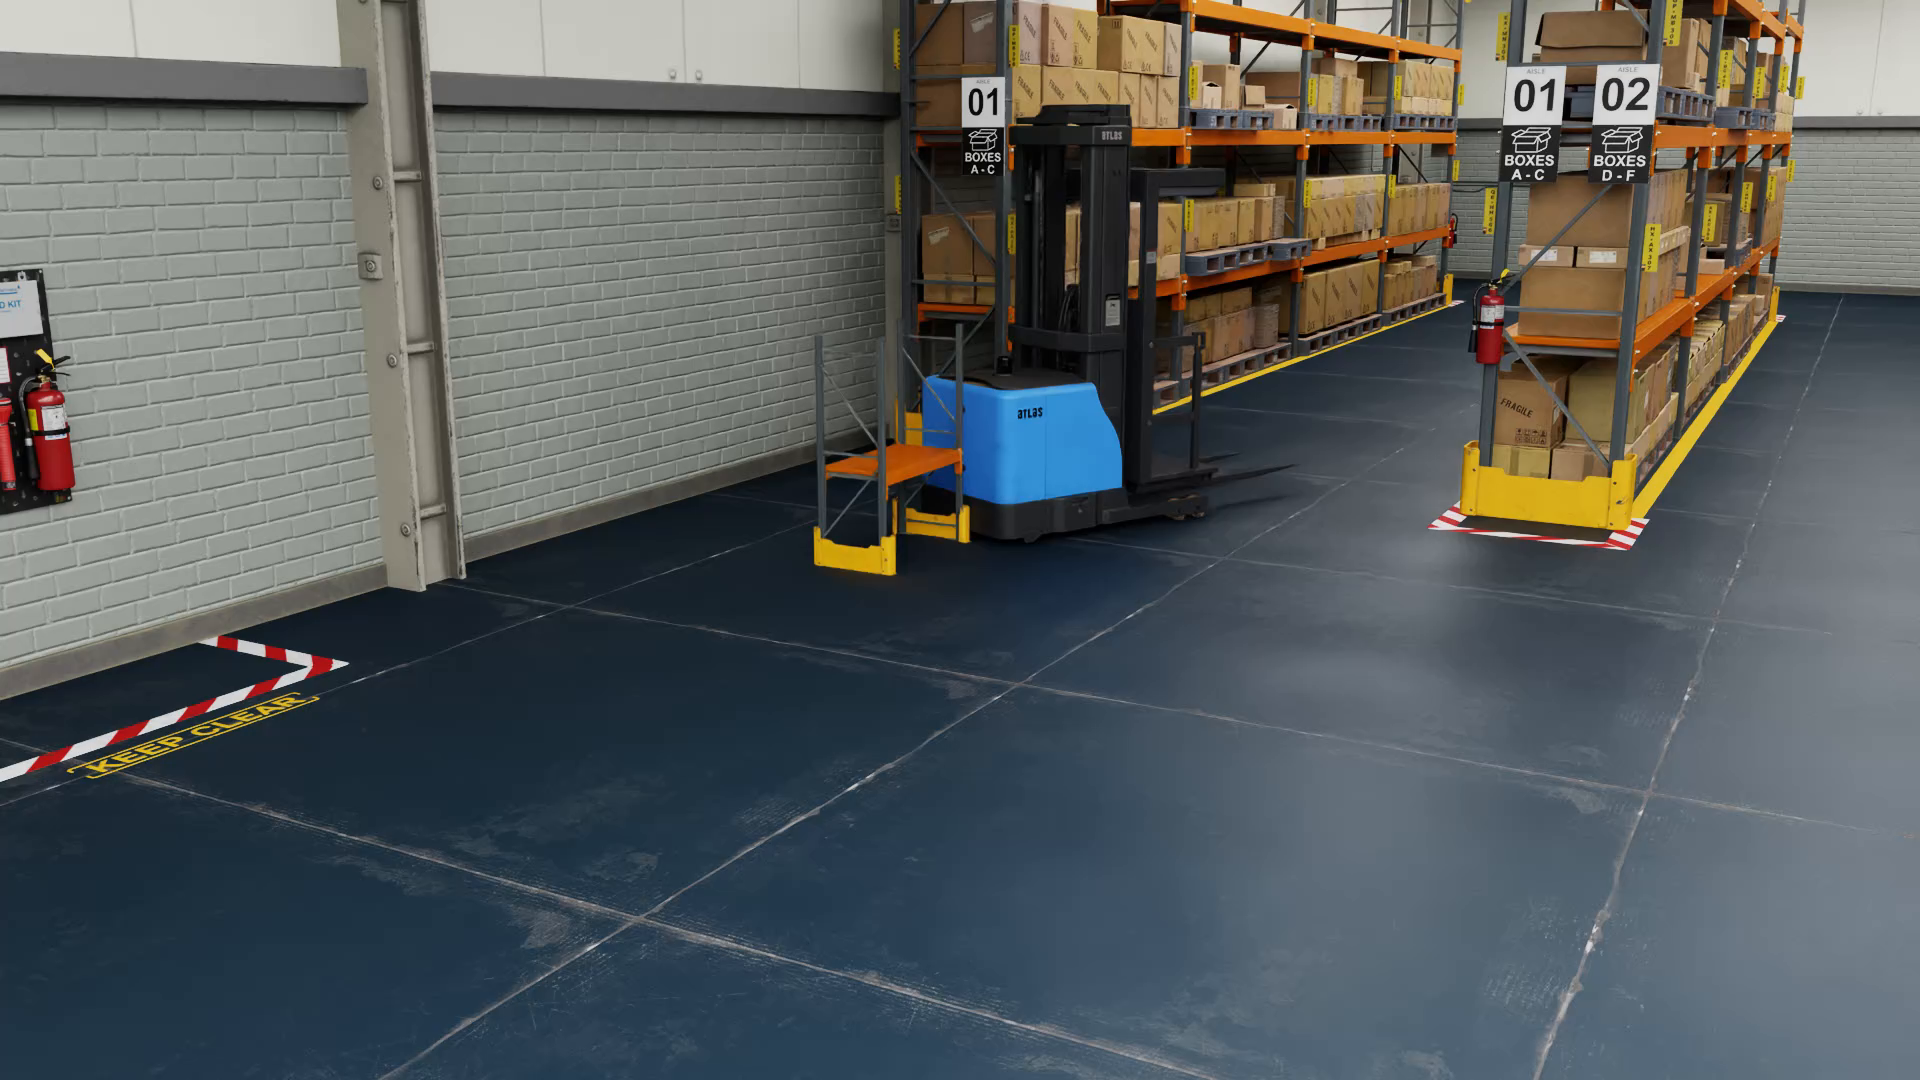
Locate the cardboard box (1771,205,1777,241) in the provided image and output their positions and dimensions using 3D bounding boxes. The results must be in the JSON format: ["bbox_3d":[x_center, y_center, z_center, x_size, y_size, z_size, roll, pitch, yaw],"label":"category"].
[{"bbox_3d":[11.319,-4.524,23.684,0.500,0.500,0.500,7,15,27],"label":"cardboard box"}]

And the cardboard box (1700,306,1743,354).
[{"bbox_3d":[9.133,-2.538,20.058,0.500,0.500,0.500,7,15,27],"label":"cardboard box"}]

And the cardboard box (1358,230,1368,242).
[{"bbox_3d":[5.505,-4.272,23.348,0.380,0.149,0.250,7,15,28],"label":"cardboard box"}]

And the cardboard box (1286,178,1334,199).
[{"bbox_3d":[4.534,-4.571,21.601,0.500,0.250,0.500,7,15,27],"label":"cardboard box"}]

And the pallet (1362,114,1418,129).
[{"bbox_3d":[6.168,-6.231,24.770,1.003,0.211,1.213,7,15,28],"label":"pallet"}]

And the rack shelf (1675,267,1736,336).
[{"bbox_3d":[7.201,-2.508,17.073,1.077,0.370,4.000,7,15,28],"label":"rack shelf"}]

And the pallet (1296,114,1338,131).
[{"bbox_3d":[4.094,-5.333,21.259,1.213,0.211,1.003,8,16,31],"label":"pallet"}]

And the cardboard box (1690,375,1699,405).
[{"bbox_3d":[6.894,-1.475,16.221,0.500,0.250,0.500,8,16,29],"label":"cardboard box"}]

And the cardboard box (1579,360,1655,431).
[{"bbox_3d":[5.225,-1.151,13.277,0.500,0.500,0.500,7,15,28],"label":"cardboard box"}]

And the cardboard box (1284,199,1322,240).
[{"bbox_3d":[4.288,-4.102,21.259,0.500,0.500,0.500,8,16,30],"label":"cardboard box"}]

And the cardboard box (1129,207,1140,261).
[{"bbox_3d":[1.449,-2.972,16.140,0.500,0.500,0.500,7,15,26],"label":"cardboard box"}]

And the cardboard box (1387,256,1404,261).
[{"bbox_3d":[6.966,-4.513,26.905,0.380,0.149,0.250,8,15,29],"label":"cardboard box"}]

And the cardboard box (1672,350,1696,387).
[{"bbox_3d":[6.652,-1.644,15.728,0.500,0.311,0.500,7,15,28],"label":"cardboard box"}]

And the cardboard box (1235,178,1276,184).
[{"bbox_3d":[3.822,-4.519,21.386,0.500,0.250,0.500,8,16,30],"label":"cardboard box"}]

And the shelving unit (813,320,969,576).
[{"bbox_3d":[-0.444,-0.643,11.002,0.587,1.500,1.083,7,15,28],"label":"shelving unit"}]

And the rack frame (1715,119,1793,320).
[{"bbox_3d":[12.035,-4.910,25.499,1.000,3.000,0.127,7,15,28],"label":"rack frame"}]

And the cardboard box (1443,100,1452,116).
[{"bbox_3d":[7.575,-6.928,26.680,0.500,0.250,0.500,8,16,30],"label":"cardboard box"}]

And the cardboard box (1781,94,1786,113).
[{"bbox_3d":[11.046,-5.993,22.845,0.500,0.250,0.500,7,15,28],"label":"cardboard box"}]

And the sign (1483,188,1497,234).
[{"bbox_3d":[3.832,-2.369,11.986,0.100,0.325,0.005,7,15,28],"label":"sign"}]

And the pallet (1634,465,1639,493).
[{"bbox_3d":[4.633,-0.433,12.880,1.003,0.211,1.213,7,15,28],"label":"pallet"}]

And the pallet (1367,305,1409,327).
[{"bbox_3d":[6.199,-3.441,25.356,1.003,0.211,1.213,7,15,28],"label":"pallet"}]

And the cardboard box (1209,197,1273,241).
[{"bbox_3d":[3.365,-3.876,20.059,0.700,0.500,0.500,6,15,23],"label":"cardboard box"}]

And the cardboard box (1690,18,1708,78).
[{"bbox_3d":[6.567,-4.524,15.322,0.500,0.500,0.500,8,15,29],"label":"cardboard box"}]

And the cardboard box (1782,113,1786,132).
[{"bbox_3d":[11.280,-5.854,23.334,0.500,0.250,0.500,7,15,28],"label":"cardboard box"}]

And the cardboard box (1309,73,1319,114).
[{"bbox_3d":[4.224,-5.770,21.516,0.700,0.500,0.500,6,15,25],"label":"cardboard box"}]

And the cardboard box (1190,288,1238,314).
[{"bbox_3d":[2.952,-2.823,19.636,0.500,0.250,0.500,7,15,28],"label":"cardboard box"}]

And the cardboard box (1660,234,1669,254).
[{"bbox_3d":[5.549,-2.416,13.559,0.380,0.149,0.250,8,16,30],"label":"cardboard box"}]

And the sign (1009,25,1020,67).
[{"bbox_3d":[0.437,-4.009,13.498,0.100,0.325,0.005,7,15,28],"label":"sign"}]

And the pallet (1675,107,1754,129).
[{"bbox_3d":[7.380,-4.256,16.788,1.003,0.211,1.213,8,16,31],"label":"pallet"}]

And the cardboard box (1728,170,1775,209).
[{"bbox_3d":[10.575,-4.689,22.234,0.500,0.500,0.500,8,16,29],"label":"cardboard box"}]

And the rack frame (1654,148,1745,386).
[{"bbox_3d":[8.168,-3.268,18.690,1.000,3.000,0.127,7,15,28],"label":"rack frame"}]

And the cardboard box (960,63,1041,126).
[{"bbox_3d":[0.343,-3.744,14.009,0.500,0.500,0.500,8,16,30],"label":"cardboard box"}]

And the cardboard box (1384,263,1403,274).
[{"bbox_3d":[6.540,-4.145,25.381,0.380,0.149,0.250,8,16,30],"label":"cardboard box"}]

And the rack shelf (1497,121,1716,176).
[{"bbox_3d":[5.267,-3.146,13.317,1.077,0.370,4.000,7,15,28],"label":"rack shelf"}]

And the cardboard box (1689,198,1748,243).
[{"bbox_3d":[8.983,-3.829,19.907,0.700,0.500,0.500,11,17,38],"label":"cardboard box"}]

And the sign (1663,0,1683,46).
[{"bbox_3d":[4.783,-3.485,11.153,0.100,0.325,0.005,7,15,28],"label":"sign"}]

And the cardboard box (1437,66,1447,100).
[{"bbox_3d":[7.330,-7.190,26.169,0.500,0.500,0.500,8,16,30],"label":"cardboard box"}]

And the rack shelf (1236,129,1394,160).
[{"bbox_3d":[4.796,-5.348,22.450,1.077,0.370,4.000,7,15,28],"label":"rack shelf"}]

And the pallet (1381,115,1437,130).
[{"bbox_3d":[6.759,-6.481,25.804,1.003,0.211,1.213,7,15,28],"label":"pallet"}]

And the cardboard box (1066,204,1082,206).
[{"bbox_3d":[1.232,-3.131,16.798,0.500,0.500,0.500,7,15,28],"label":"cardboard box"}]

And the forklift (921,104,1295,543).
[{"bbox_3d":[1.209,-1.654,12.141,3.031,2.935,1.130,-10,17,-35],"label":"forklift"}]

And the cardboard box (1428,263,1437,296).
[{"bbox_3d":[7.446,-4.304,27.424,0.700,0.500,0.500,7,15,28],"label":"cardboard box"}]

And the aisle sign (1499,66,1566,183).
[{"bbox_3d":[4.011,-2.911,11.660,0.394,0.787,0.004,7,15,28],"label":"aisle sign"}]

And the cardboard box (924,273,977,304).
[{"bbox_3d":[0.018,-2.242,14.711,0.500,0.250,0.500,8,16,29],"label":"cardboard box"}]

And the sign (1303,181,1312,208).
[{"bbox_3d":[4.309,-4.294,20.642,0.100,0.325,0.005,7,15,28],"label":"sign"}]

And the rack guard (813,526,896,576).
[{"bbox_3d":[-0.682,0.067,10.724,0.587,0.250,0.087,7,15,28],"label":"rack guard"}]

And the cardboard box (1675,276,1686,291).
[{"bbox_3d":[6.841,-2.484,15.974,0.380,0.149,0.250,7,15,28],"label":"cardboard box"}]

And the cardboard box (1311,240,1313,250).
[{"bbox_3d":[4.321,-3.808,21.424,0.380,0.149,0.250,8,16,29],"label":"cardboard box"}]

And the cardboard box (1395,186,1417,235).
[{"bbox_3d":[6.397,-5.054,25.457,0.980,0.700,0.700,7,15,27],"label":"cardboard box"}]

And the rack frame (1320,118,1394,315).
[{"bbox_3d":[5.763,-4.650,24.419,1.000,3.000,0.127,7,15,28],"label":"rack frame"}]

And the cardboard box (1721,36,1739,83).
[{"bbox_3d":[8.384,-5.350,18.578,0.500,0.500,0.500,7,15,28],"label":"cardboard box"}]

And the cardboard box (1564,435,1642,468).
[{"bbox_3d":[4.993,-0.682,12.935,0.500,0.250,0.500,7,15,28],"label":"cardboard box"}]

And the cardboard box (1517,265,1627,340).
[{"bbox_3d":[4.537,-1.770,12.262,0.700,0.500,0.500,7,15,28],"label":"cardboard box"}]
